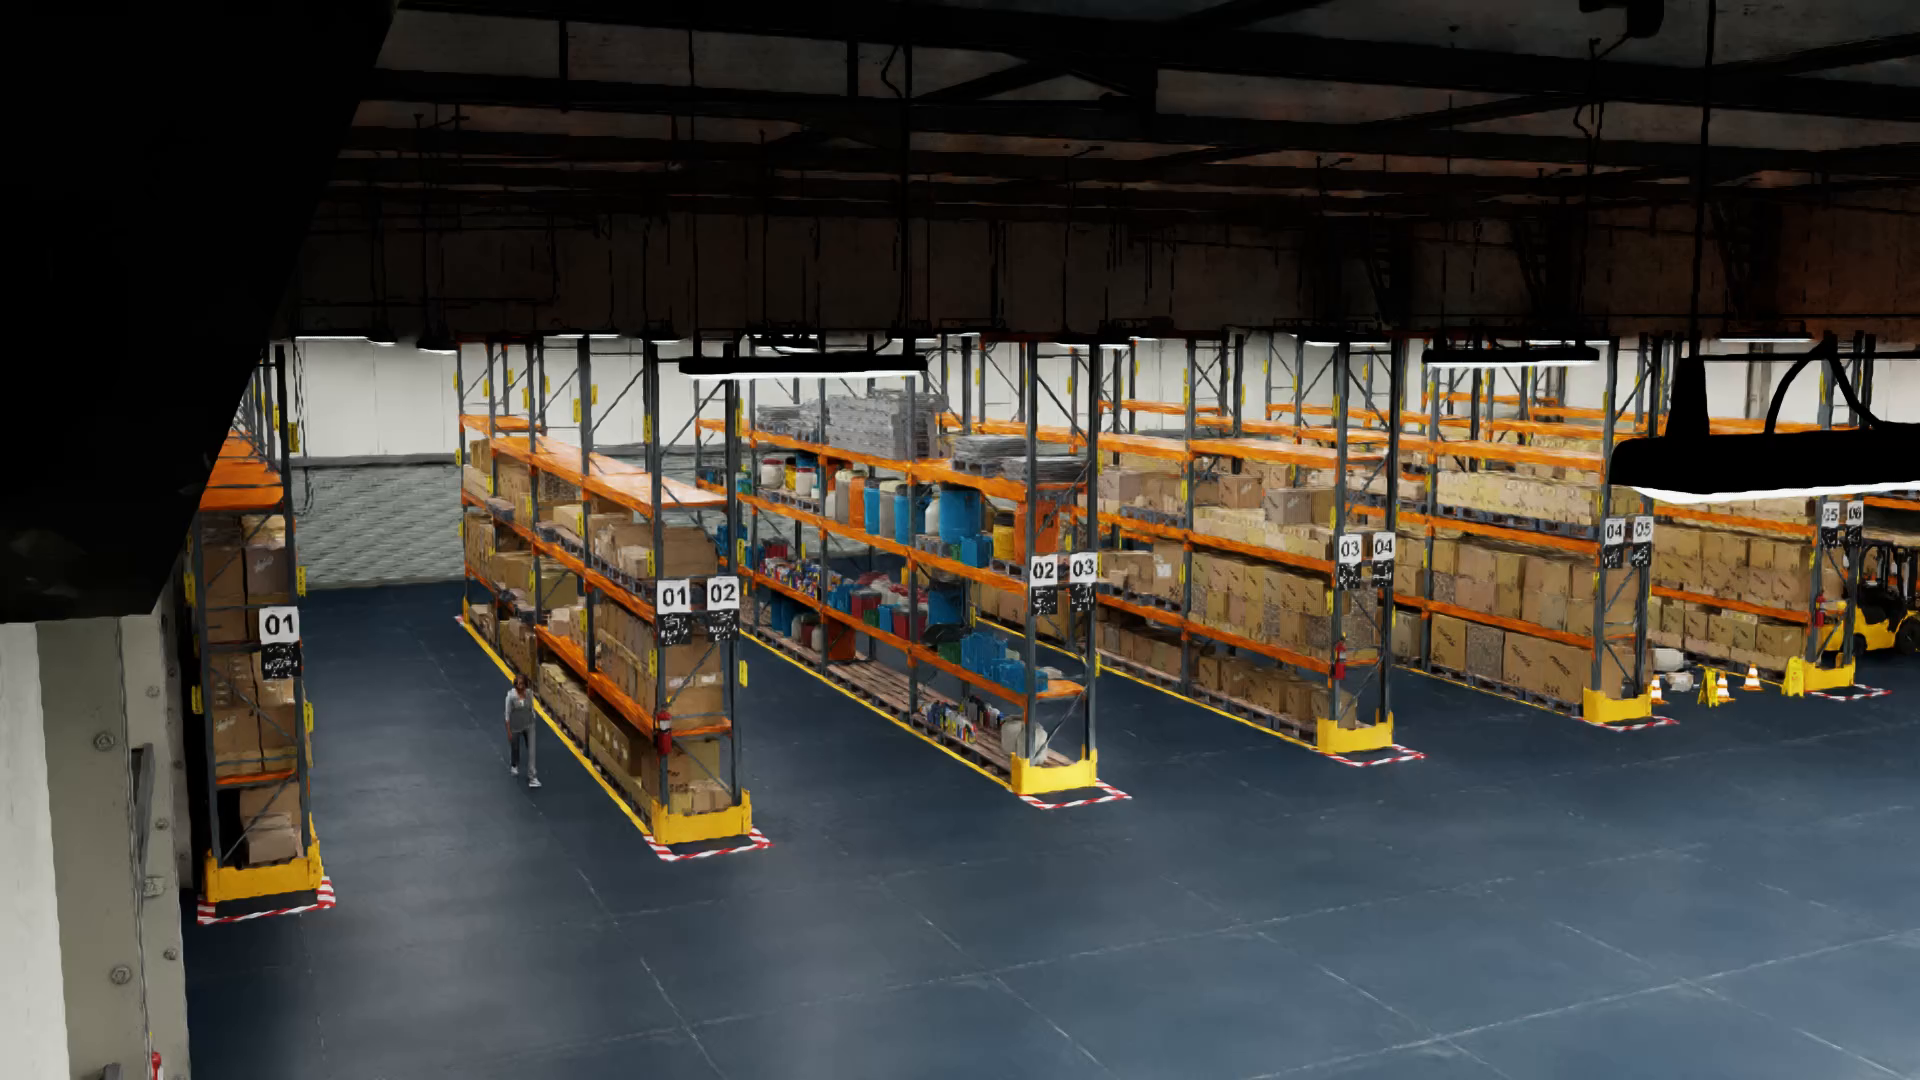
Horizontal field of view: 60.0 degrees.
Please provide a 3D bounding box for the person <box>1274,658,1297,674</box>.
[{"bbox_3d":[5.584,1.569,28.942,0.586,1.723,0.654,1,8,8],"label":"person"}]

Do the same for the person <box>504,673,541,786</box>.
[{"bbox_3d":[-5.967,2.533,22.577,0.417,1.517,1.036,-3,8,-22],"label":"person"}]

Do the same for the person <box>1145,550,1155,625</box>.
[{"bbox_3d":[3.802,0.992,33.689,0.453,1.612,1.019,-4,9,-25],"label":"person"}]
